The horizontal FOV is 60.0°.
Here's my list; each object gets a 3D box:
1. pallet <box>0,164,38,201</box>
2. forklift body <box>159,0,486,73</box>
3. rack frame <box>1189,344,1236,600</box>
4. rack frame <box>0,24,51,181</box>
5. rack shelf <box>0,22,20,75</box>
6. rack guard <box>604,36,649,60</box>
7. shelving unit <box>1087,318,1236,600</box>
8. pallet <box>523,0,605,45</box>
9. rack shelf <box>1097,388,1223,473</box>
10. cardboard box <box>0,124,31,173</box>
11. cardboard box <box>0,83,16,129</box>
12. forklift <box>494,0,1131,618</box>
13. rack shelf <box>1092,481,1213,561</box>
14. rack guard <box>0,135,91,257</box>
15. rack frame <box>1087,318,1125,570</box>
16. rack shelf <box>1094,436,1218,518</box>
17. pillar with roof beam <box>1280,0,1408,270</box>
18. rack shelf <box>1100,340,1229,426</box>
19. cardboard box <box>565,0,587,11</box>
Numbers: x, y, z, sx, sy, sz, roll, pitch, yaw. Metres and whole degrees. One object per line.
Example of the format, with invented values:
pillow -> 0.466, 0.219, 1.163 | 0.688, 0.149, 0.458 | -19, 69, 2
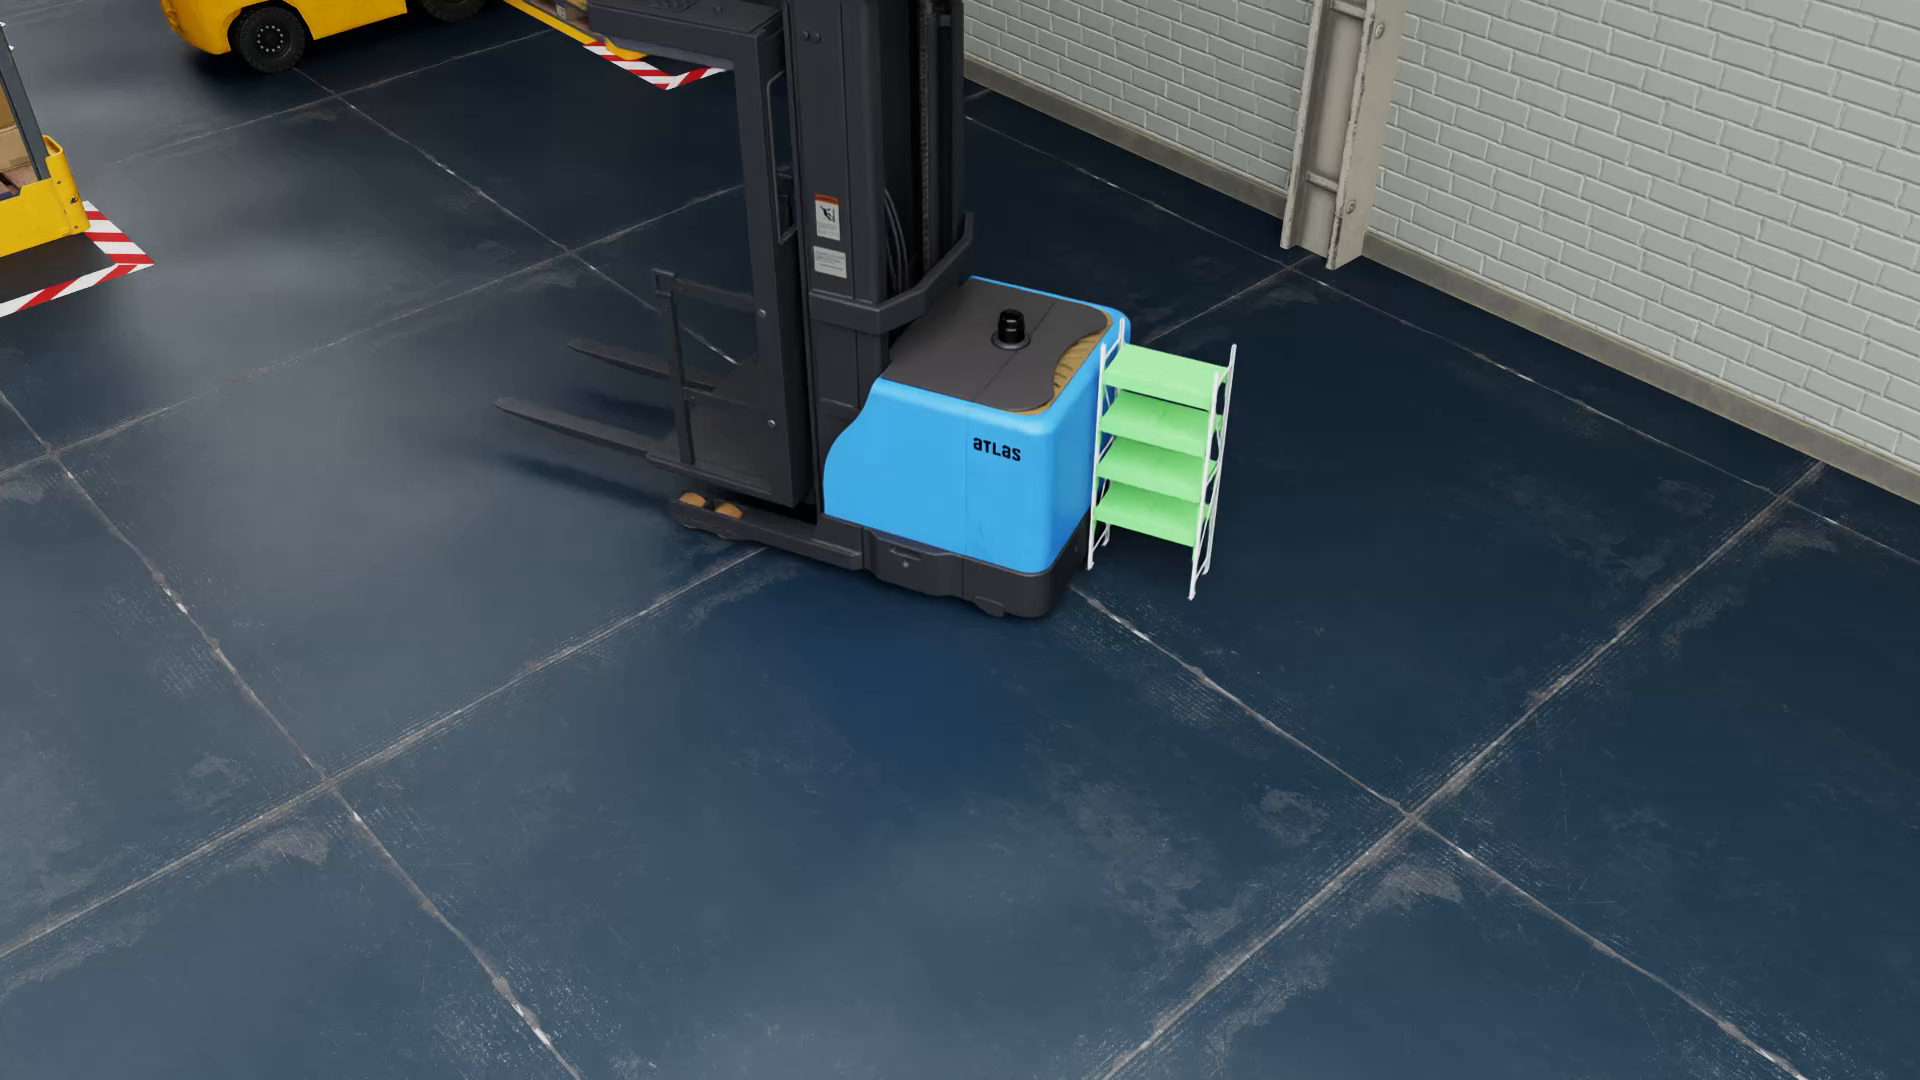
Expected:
pallet -> -6.328, -2.198, 10.303 | 1.003, 0.211, 1.213 | -30, 48, -32
forklift body -> -4.726, -4.739, 11.906 | 2.313, 2.155, 1.214 | -30, 48, -32
rack frame -> 1.080, -0.269, 7.129 | 0.015, 1.200, 0.240 | 16, 42, 19
rack frame -> -5.753, -2.856, 8.899 | 1.000, 3.000, 0.127 | -30, 48, -32
rack shelf -> -7.106, -3.502, 10.271 | 1.077, 0.370, 4.000 | -30, 48, -32
rack guard -> -2.083, -3.984, 12.285 | 1.175, 0.500, 0.348 | -30, 48, -32
shelving unit -> 0.859, -0.334, 7.209 | 0.503, 1.200, 0.258 | 16, 42, 19
pallet -> -2.647, -4.219, 12.805 | 1.003, 0.211, 1.213 | -30, 48, -32
rack shelf -> 0.859, -0.471, 7.098 | 0.480, 0.148, 0.258 | 16, 42, 19
cardboard box -> -6.095, -2.441, 10.239 | 0.500, 0.250, 0.500 | -30, 48, -32
cardboard box -> -6.111, -2.743, 10.017 | 0.500, 0.500, 0.500 | -32, 49, -33
forklift -> -0.795, -1.426, 7.183 | 3.031, 2.935, 1.130 | 16, 42, 19
rack shelf -> 0.859, -0.098, 7.400 | 0.480, 0.148, 0.258 | 16, 42, 19
rack guard -> -5.804, -1.919, 9.728 | 1.175, 0.500, 0.348 | -30, 48, -32
rack frame -> 0.638, -0.399, 7.290 | 0.015, 1.200, 0.240 | 16, 42, 19
rack shelf -> 0.859, -0.285, 7.249 | 0.480, 0.148, 0.258 | 16, 42, 19
pillar with roof beam -> -1.019, -3.400, 4.798 | 9.100, 9.000, 0.400 | -30, 48, -32
rack shelf -> 0.859, -0.658, 6.948 | 0.480, 0.148, 0.258 | 16, 42, 19
cardboard box -> -2.650, -4.144, 12.348 | 0.500, 0.250, 0.500 | -30, 47, -31
